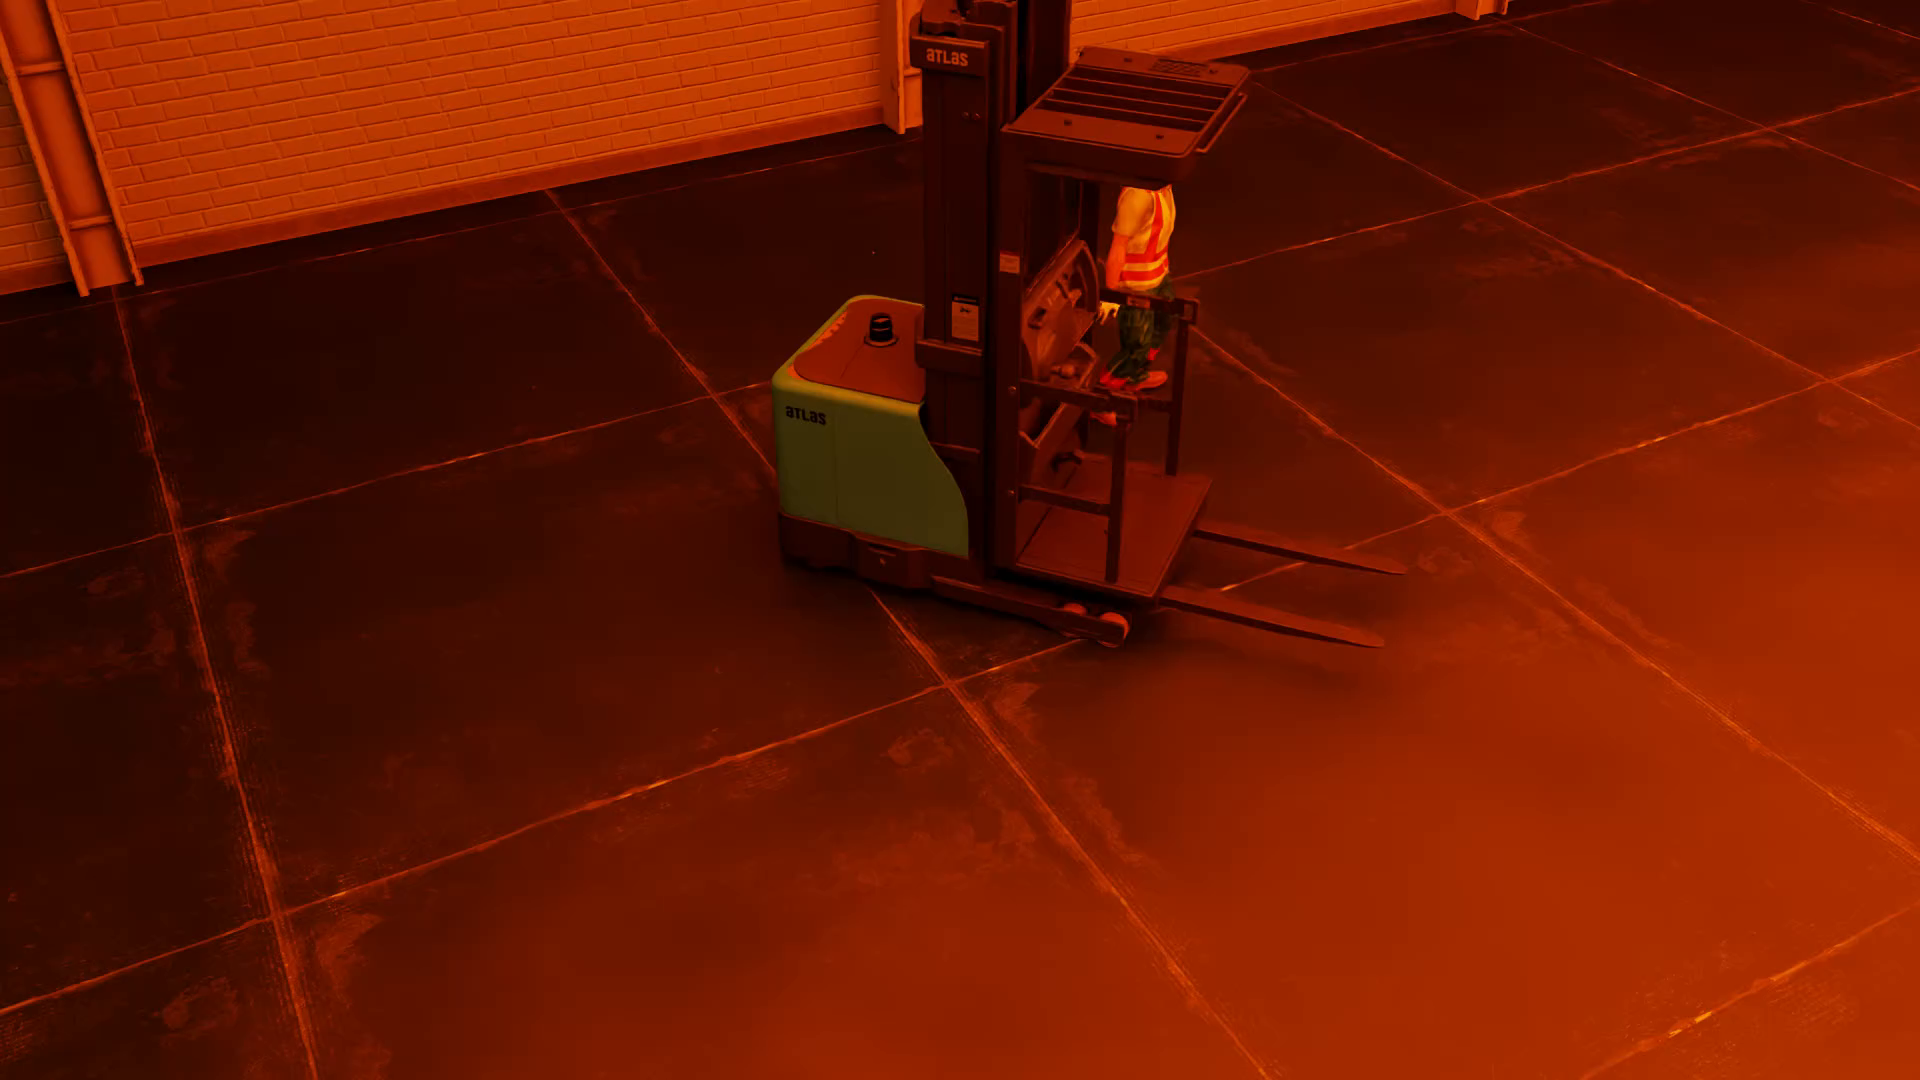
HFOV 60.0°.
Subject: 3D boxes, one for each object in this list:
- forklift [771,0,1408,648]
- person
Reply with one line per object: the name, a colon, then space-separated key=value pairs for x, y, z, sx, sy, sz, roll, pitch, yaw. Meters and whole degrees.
forklift: x=0.650 y=-1.034 z=7.585 sx=3.031 sy=2.935 sz=1.130 roll=13 pitch=37 yaw=18
person: x=0.985 y=-1.454 z=9.241 sx=0.462 sy=1.748 sz=0.869 roll=12 pitch=37 yaw=17
